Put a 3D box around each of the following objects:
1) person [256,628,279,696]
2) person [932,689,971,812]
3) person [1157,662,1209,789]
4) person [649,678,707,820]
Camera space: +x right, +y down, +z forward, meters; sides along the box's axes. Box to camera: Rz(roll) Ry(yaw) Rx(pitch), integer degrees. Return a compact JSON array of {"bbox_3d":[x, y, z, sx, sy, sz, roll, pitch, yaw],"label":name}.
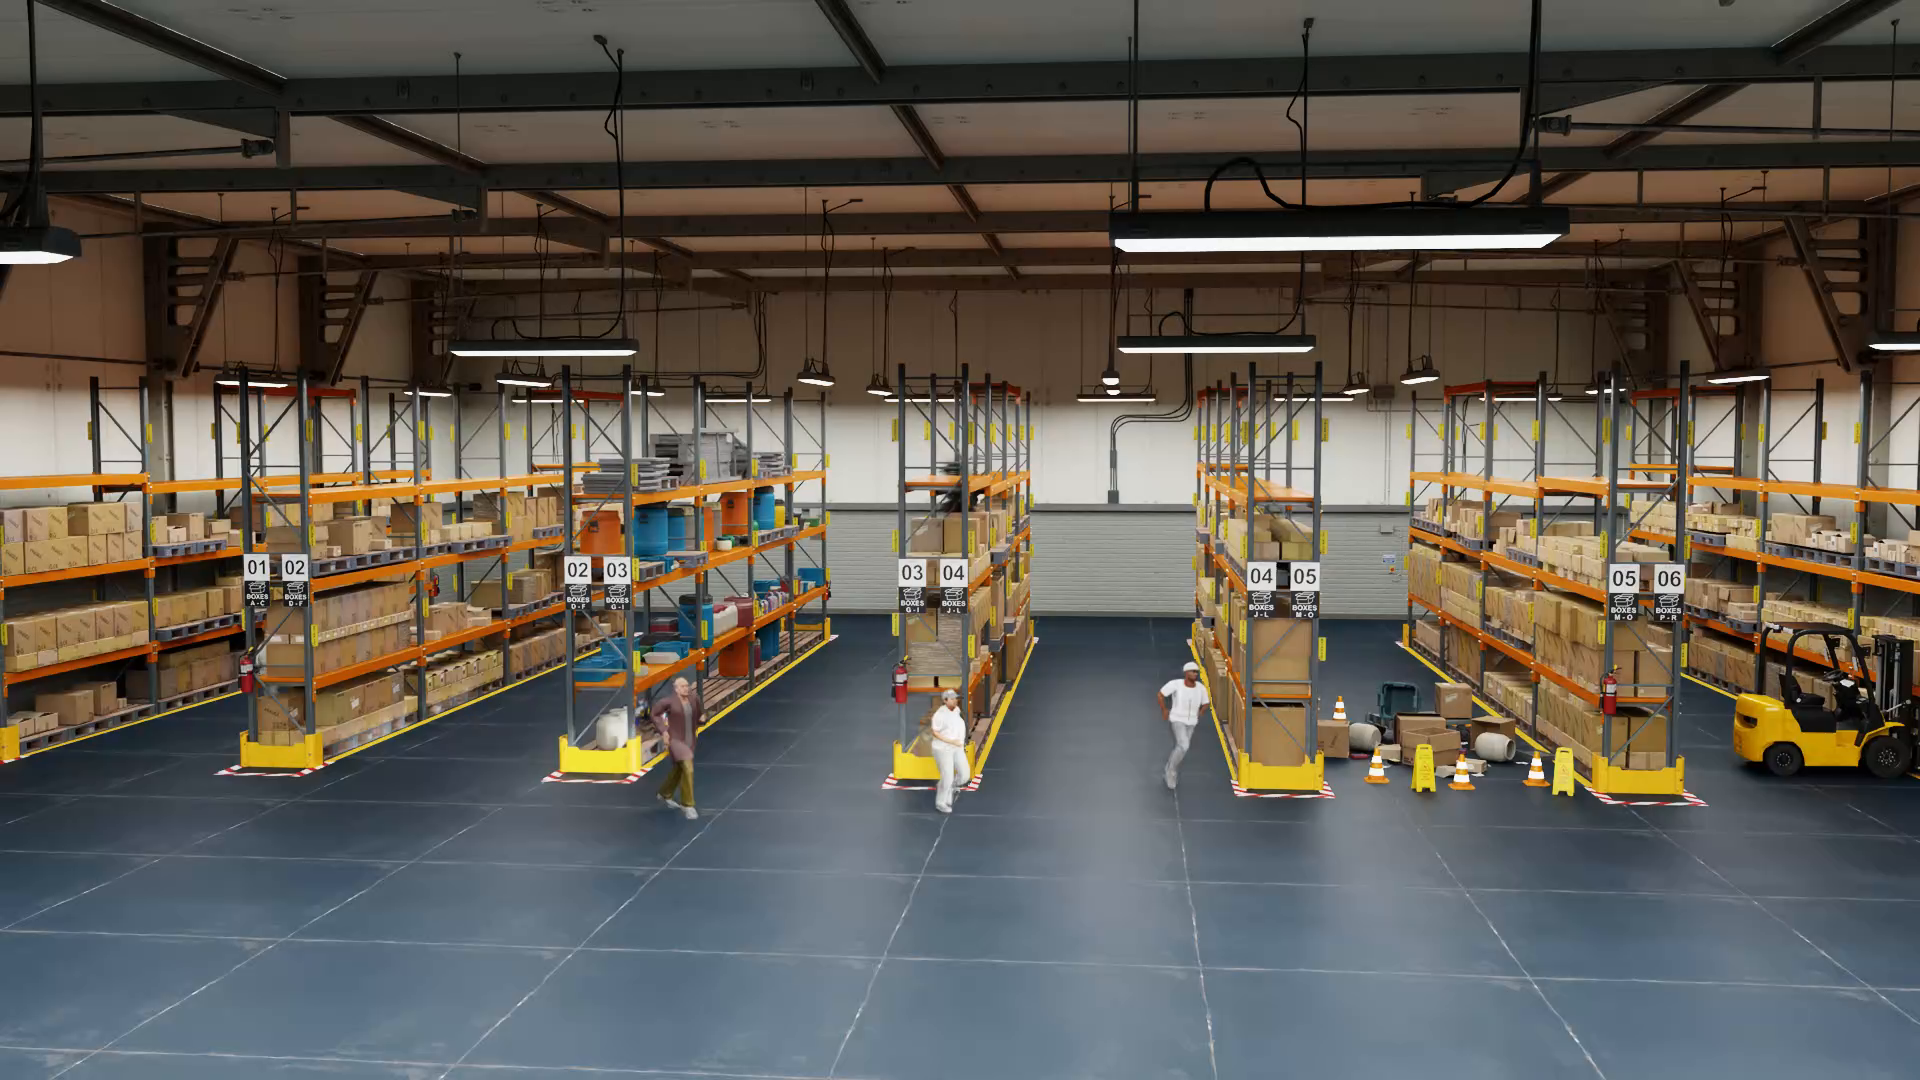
[{"bbox_3d":[-11.795,2.339,28.497,0.617,1.700,0.882,0,4,-5],"label":"person"},{"bbox_3d":[-0.099,2.779,21.984,0.562,1.628,0.633,3,5,44],"label":"person"},{"bbox_3d":[3.212,2.625,23.685,0.702,1.780,0.675,-2,4,-23],"label":"person"},{"bbox_3d":[-3.669,2.721,21.868,0.866,1.852,0.669,3,5,38],"label":"person"}]
